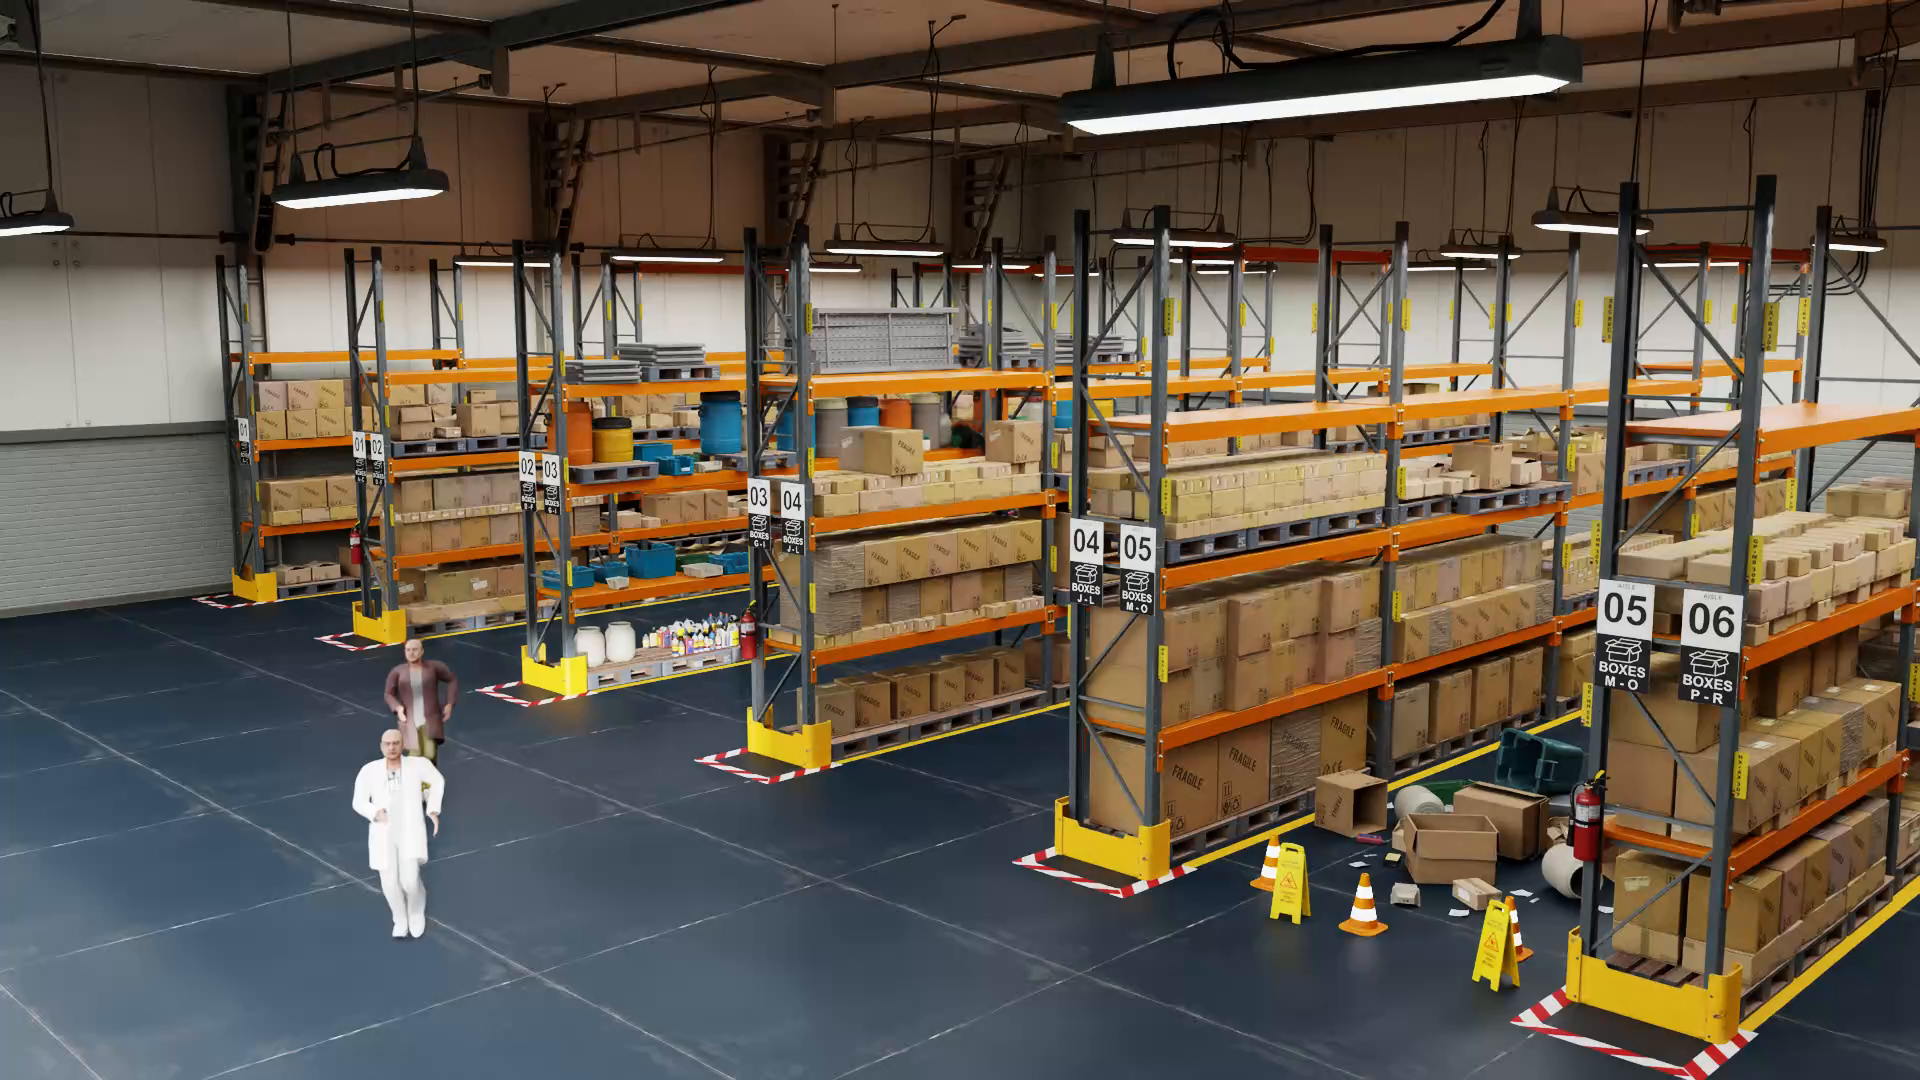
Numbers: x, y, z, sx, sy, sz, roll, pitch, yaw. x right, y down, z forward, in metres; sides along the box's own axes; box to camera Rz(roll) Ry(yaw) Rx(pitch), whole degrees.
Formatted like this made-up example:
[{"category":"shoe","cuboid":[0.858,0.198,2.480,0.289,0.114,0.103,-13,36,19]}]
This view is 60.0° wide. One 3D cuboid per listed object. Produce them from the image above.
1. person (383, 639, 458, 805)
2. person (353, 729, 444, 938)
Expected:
[{"category":"person","cuboid":[-5.562,1.886,17.144,0.720,1.743,0.688,-1,8,-10]},{"category":"person","cuboid":[-4.541,2.396,13.452,0.685,1.745,0.709,-2,8,-11]}]
